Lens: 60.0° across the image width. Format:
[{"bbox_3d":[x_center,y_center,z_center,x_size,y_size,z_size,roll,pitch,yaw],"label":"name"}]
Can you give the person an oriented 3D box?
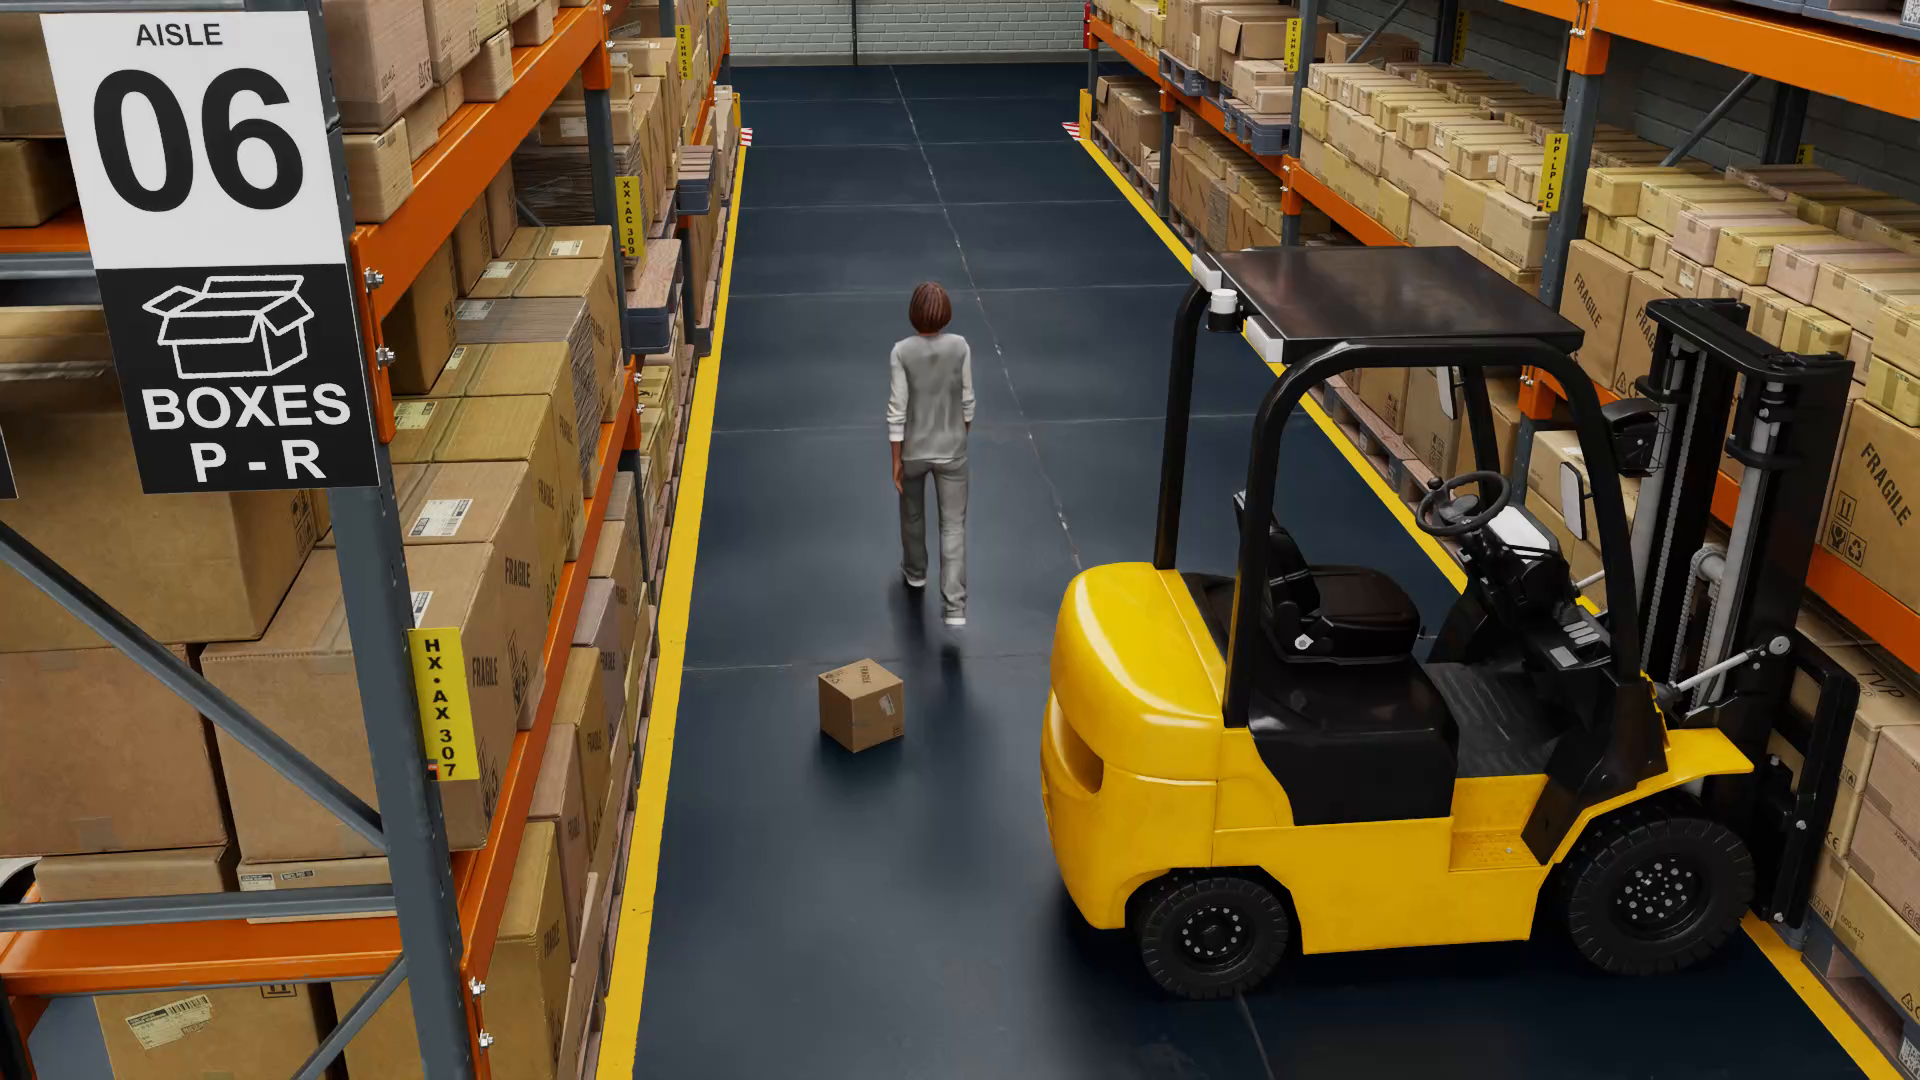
[{"bbox_3d":[-0.127,-0.382,7.507,0.409,1.515,0.956,-3,24,-6],"label":"person"}]
